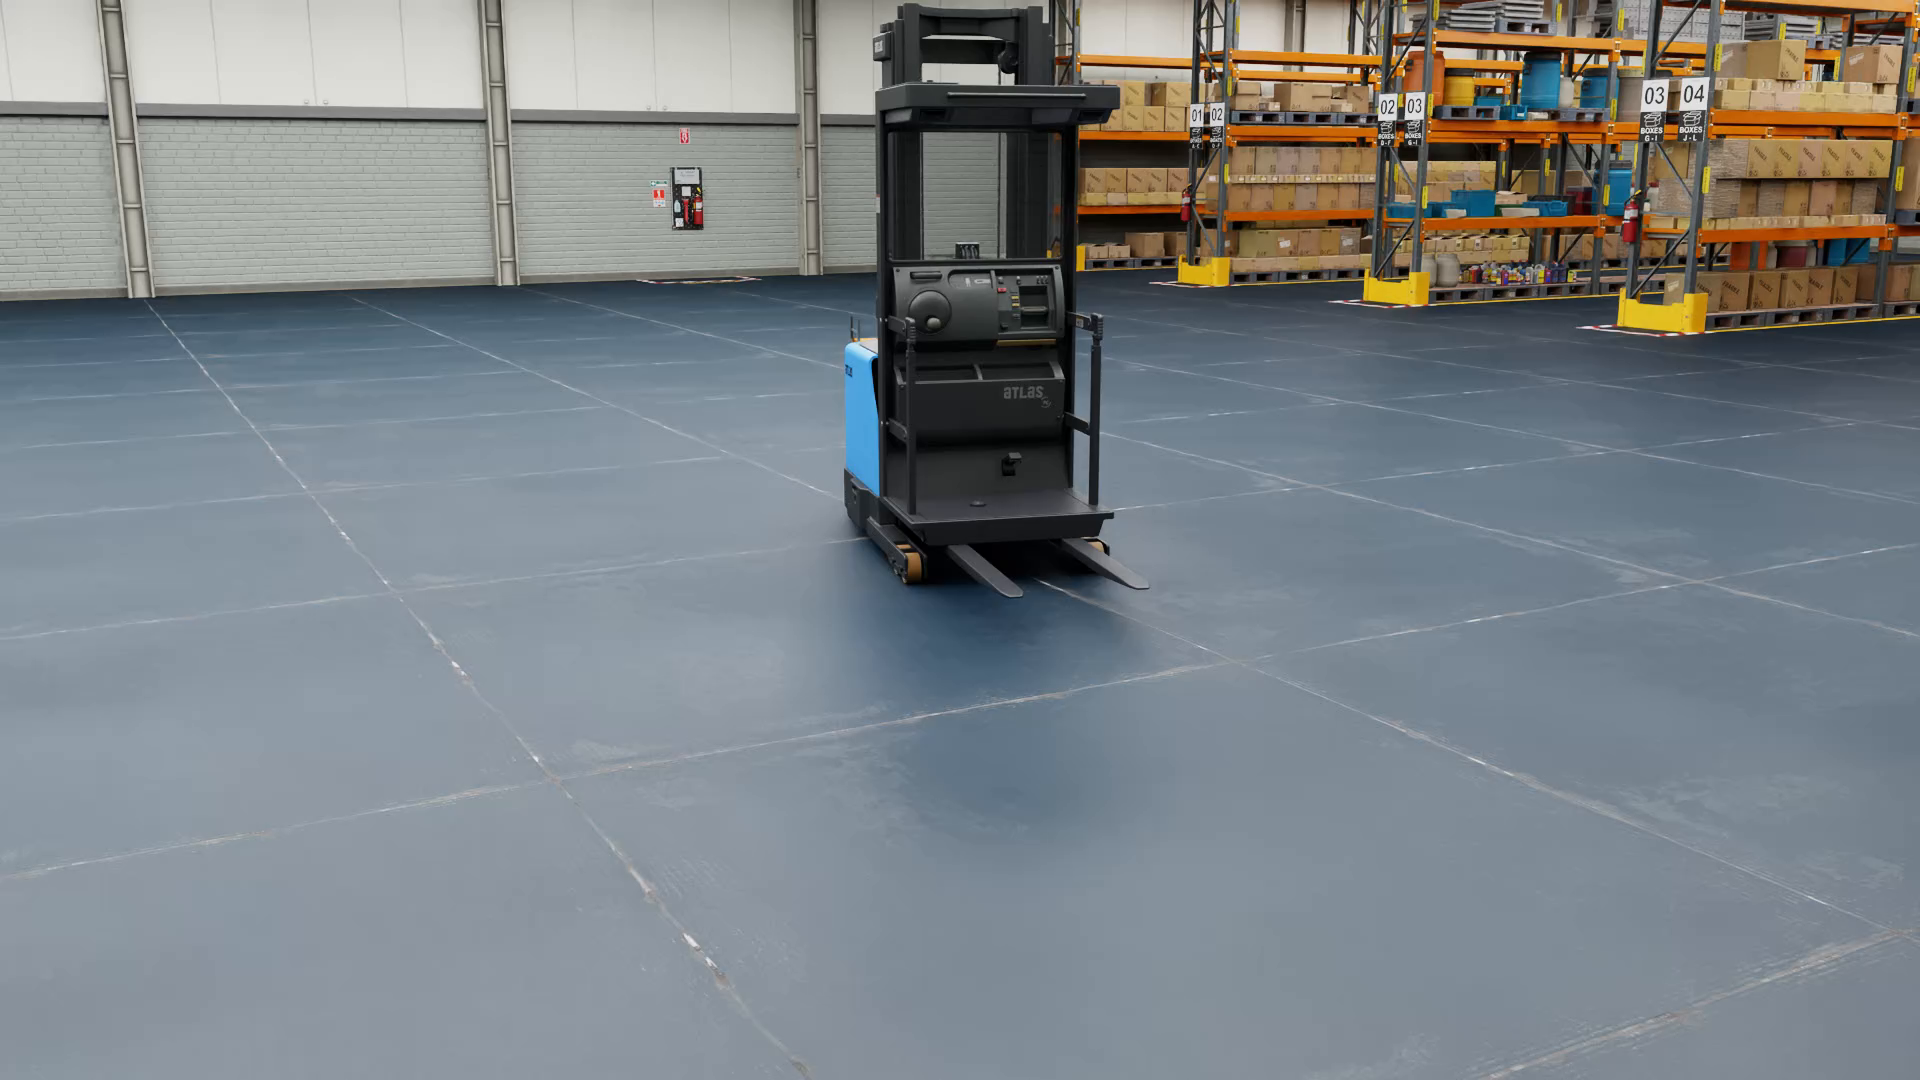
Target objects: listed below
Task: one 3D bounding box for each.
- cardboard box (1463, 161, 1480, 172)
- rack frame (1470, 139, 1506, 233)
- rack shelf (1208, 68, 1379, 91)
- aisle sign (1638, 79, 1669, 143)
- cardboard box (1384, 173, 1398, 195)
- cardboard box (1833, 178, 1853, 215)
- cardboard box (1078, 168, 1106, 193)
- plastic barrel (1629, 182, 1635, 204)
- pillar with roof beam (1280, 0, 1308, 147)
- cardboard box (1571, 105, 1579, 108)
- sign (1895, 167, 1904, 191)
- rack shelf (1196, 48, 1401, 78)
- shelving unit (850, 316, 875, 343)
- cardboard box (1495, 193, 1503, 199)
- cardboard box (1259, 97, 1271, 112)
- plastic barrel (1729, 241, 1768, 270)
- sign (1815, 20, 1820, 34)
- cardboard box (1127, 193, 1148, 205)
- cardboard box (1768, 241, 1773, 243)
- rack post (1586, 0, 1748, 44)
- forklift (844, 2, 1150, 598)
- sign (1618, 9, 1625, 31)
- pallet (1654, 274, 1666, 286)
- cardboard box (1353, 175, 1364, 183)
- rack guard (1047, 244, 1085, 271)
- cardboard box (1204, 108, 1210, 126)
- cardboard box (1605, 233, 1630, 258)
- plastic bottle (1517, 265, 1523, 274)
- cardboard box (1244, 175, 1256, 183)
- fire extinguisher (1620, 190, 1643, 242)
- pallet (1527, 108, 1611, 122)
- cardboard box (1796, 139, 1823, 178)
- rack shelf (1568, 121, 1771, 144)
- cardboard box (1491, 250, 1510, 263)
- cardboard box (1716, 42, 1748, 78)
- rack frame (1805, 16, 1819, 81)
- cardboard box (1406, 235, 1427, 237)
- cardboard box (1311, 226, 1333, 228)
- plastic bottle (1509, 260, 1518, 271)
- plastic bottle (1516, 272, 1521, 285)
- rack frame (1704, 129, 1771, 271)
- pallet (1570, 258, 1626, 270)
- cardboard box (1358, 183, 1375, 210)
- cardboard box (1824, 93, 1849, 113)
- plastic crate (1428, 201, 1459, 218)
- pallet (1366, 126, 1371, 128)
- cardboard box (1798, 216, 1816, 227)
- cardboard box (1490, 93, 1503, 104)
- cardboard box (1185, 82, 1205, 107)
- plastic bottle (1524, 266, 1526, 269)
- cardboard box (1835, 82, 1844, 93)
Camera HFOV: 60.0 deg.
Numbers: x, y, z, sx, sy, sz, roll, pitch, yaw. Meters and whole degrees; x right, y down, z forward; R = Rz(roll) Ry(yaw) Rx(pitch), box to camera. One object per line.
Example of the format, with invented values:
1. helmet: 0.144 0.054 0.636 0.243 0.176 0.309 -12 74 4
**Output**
1. cardboard box: 11.898 -8.806 39.246 0.500 0.250 0.500 -6 14 -27
2. rack frame: 12.639 -8.387 40.043 0.127 3.000 1.000 -7 14 -28
3. rack shelf: 7.373 -10.136 36.702 4.000 0.370 1.077 -7 14 -28
4. aisle sign: 9.028 -5.580 21.651 0.004 0.787 0.394 -7 14 -28
5. cardboard box: 9.677 -8.171 38.135 0.500 0.500 0.500 -6 14 -26
6. cardboard box: 11.857 -4.794 23.173 0.500 0.500 0.875 -7 14 -28
7. cardboard box: 2.669 -7.419 34.331 0.500 0.500 0.500 -7 14 -28
8. plastic barrel: 11.309 -5.760 28.064 0.433 0.535 0.433 0 13 0
9. pillar with roof beam: 9.635 -10.093 33.961 0.400 9.000 9.100 -7 14 -28
10. cardboard box: 12.319 -8.630 34.063 0.500 0.500 0.910 -7 14 -28
11. sign: 13.004 -5.000 23.022 0.005 0.325 0.100 -7 14 -28
12. rack shelf: 6.239 -8.761 30.592 4.000 0.370 1.077 -7 14 -28
13. shelving unit: -0.411 -0.798 10.422 0.503 1.200 0.258 -3 13 -15
14. cardboard box: 10.627 -6.911 33.690 0.500 0.311 0.500 -7 14 -29
15. cardboard box: 5.368 -8.005 30.583 0.500 0.250 0.500 -7 14 -28
16. plastic barrel: 14.296 -5.257 30.125 0.708 0.830 0.600 -7 14 -28
17. sign: 18.775 -11.204 36.409 0.005 0.325 0.100 -7 14 -28
18. cardboard box: 3.586 -7.161 34.892 0.500 0.250 0.500 -7 15 -29
19. cardboard box: 18.168 -6.744 37.433 0.500 0.500 0.500 -7 14 -28
20. rack post: 12.051 -8.884 28.133 3.121 1.000 1.013 -7 14 -28
21. forklift: 0.160 -1.296 8.694 1.130 2.935 3.031 -3 13 -14
22. sign: 10.618 -8.353 26.707 0.005 0.325 0.100 -7 14 -28
23. pallet: 13.177 -4.622 29.666 1.213 0.211 1.003 -7 14 -28
24. cardboard box: 7.411 -6.832 31.432 0.250 0.149 0.380 -7 15 -30
25. rack guard: 2.173 -5.913 34.743 0.348 0.500 1.175 -7 14 -28
26. cardboard box: 5.290 -8.966 35.512 0.500 0.500 0.500 -6 14 -26
27. cardboard box: 13.842 -6.217 35.095 0.500 0.500 0.500 -7 14 -27
28. plastic bottle: 9.387 -4.476 27.877 0.097 0.271 0.097 0 13 0
29. cardboard box: 5.161 -6.563 30.236 0.250 0.149 0.380 -7 15 -29
30. fire extinguisher: 8.905 -4.299 22.058 0.183 0.674 0.296 -7 14 -28
31. pallet: 9.778 -6.912 27.090 1.003 0.211 1.213 -7 14 -28
32. cardboard box: 11.156 -5.105 22.280 0.500 0.500 0.500 -7 14 -28
33. rack shelf: 12.120 -6.959 28.504 4.000 0.370 1.077 -7 14 -28
34. cardboard box: 10.709 -5.718 33.490 0.500 0.250 0.500 -7 14 -29
35. cardboard box: 10.466 -6.373 22.222 0.500 0.500 0.500 -7 14 -28
36. rack frame: 18.527 -10.780 37.014 0.127 3.000 1.000 -7 14 -28
37. cardboard box: 9.105 -5.934 33.172 0.500 0.311 0.500 -7 14 -28
38. cardboard box: 7.002 -5.777 32.047 0.500 0.500 0.500 -7 14 -28
39. plastic bottle: 9.291 -4.533 27.952 0.185 0.351 0.144 -8 15 -30
40. plastic bottle: 9.070 -4.252 27.042 0.097 0.201 0.097 0 13 0
41. rack frame: 13.875 -6.057 29.689 0.127 3.000 1.000 -7 14 -28
42. pallet: 13.248 -5.850 35.122 1.213 0.211 1.003 -7 14 -28
43. cardboard box: 7.608 -6.592 31.839 0.500 0.500 0.700 -7 15 -29
44. cardboard box: 11.554 -5.866 22.351 0.500 0.250 0.500 -7 14 -28
45. plastic crate: 7.722 -5.320 26.755 0.408 0.251 0.499 -7 14 -28
46. pallet: 9.668 -9.415 38.211 1.003 0.211 1.213 -6 14 -25
47. cardboard box: 11.366 -4.324 22.565 0.250 0.149 0.380 -7 14 -28
48. cardboard box: 13.140 -10.515 40.117 0.500 0.500 0.500 -7 14 -28
49. cardboard box: 4.829 -9.390 35.118 0.500 0.500 0.500 -6 14 -25
50. plastic bottle: 9.289 -4.352 27.299 0.133 0.283 0.061 -7 14 -28
51. cardboard box: 11.642 -6.076 22.375 0.250 0.149 0.380 -6 14 -26
